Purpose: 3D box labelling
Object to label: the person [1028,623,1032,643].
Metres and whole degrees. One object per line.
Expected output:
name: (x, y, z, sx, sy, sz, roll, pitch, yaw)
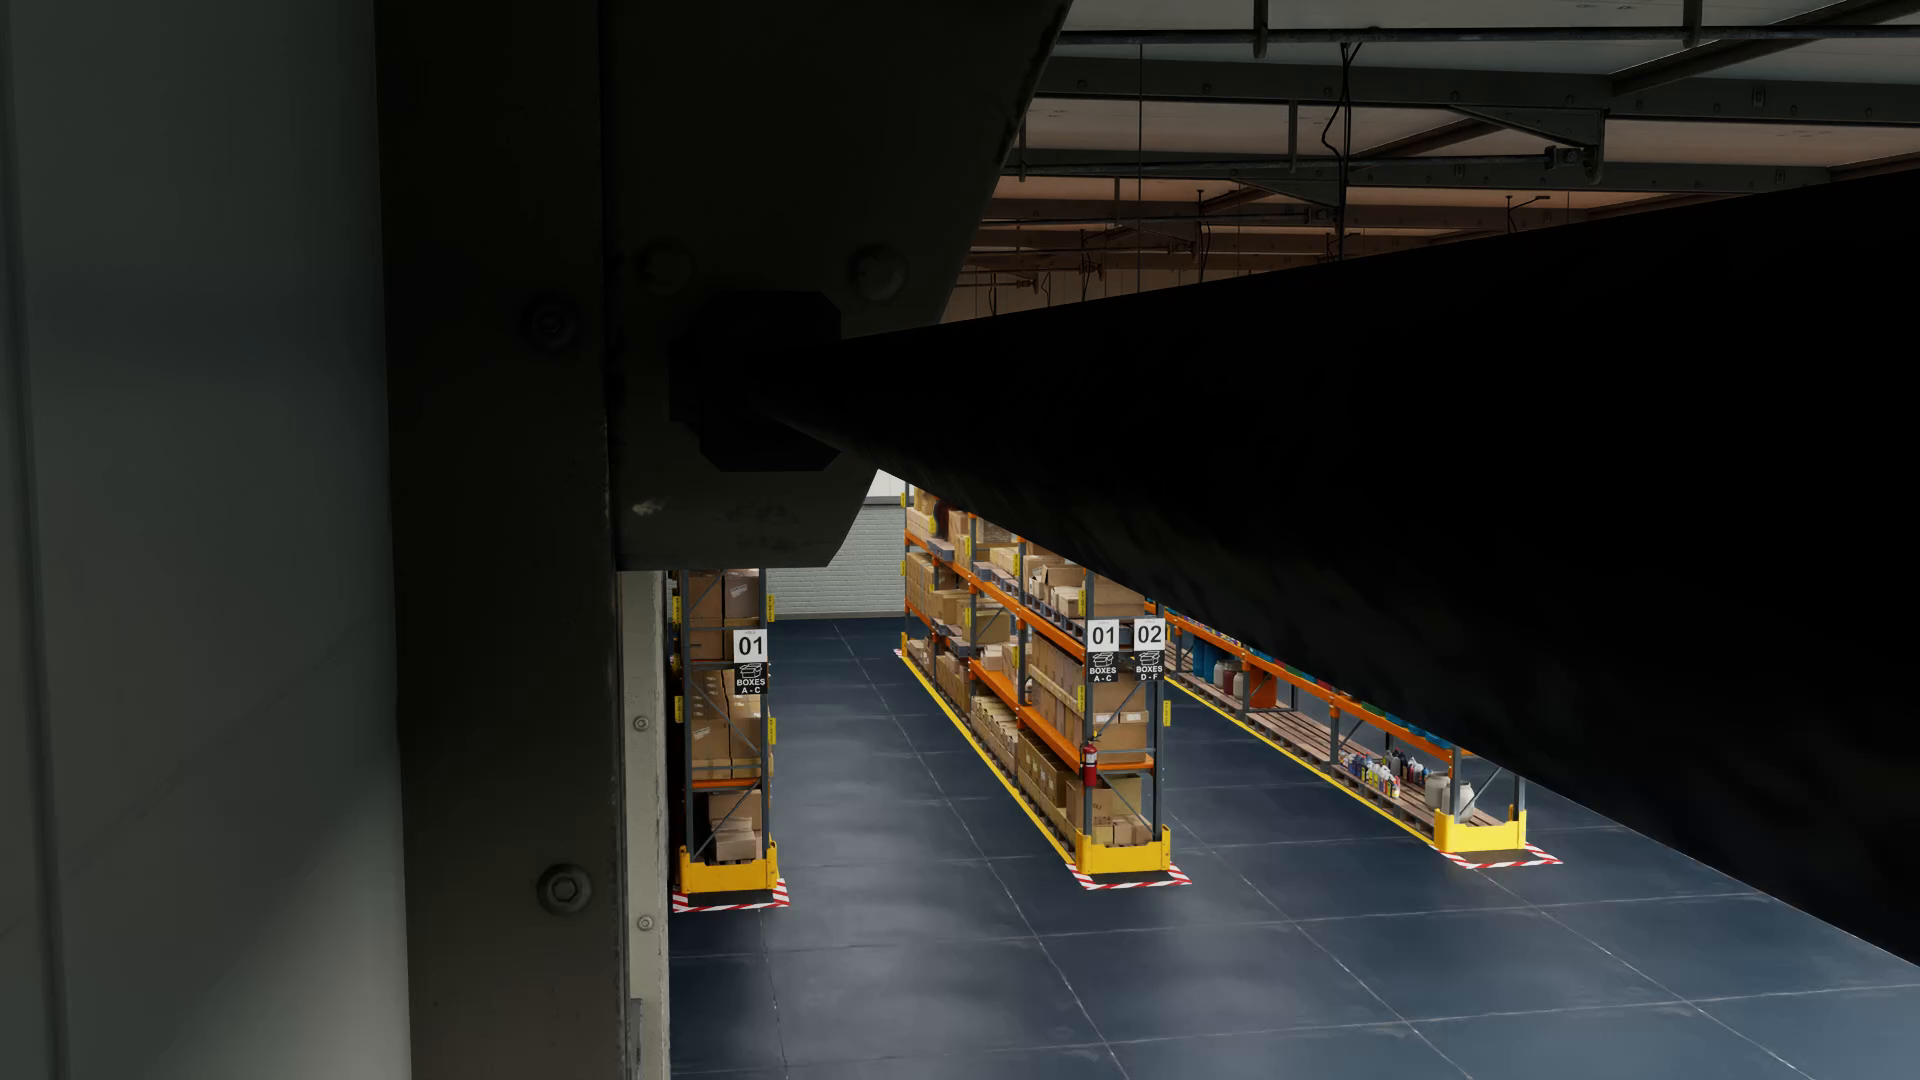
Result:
person: (1.650, 1.510, 37.869, 0.532, 1.729, 1.022, -3, 7, -24)
